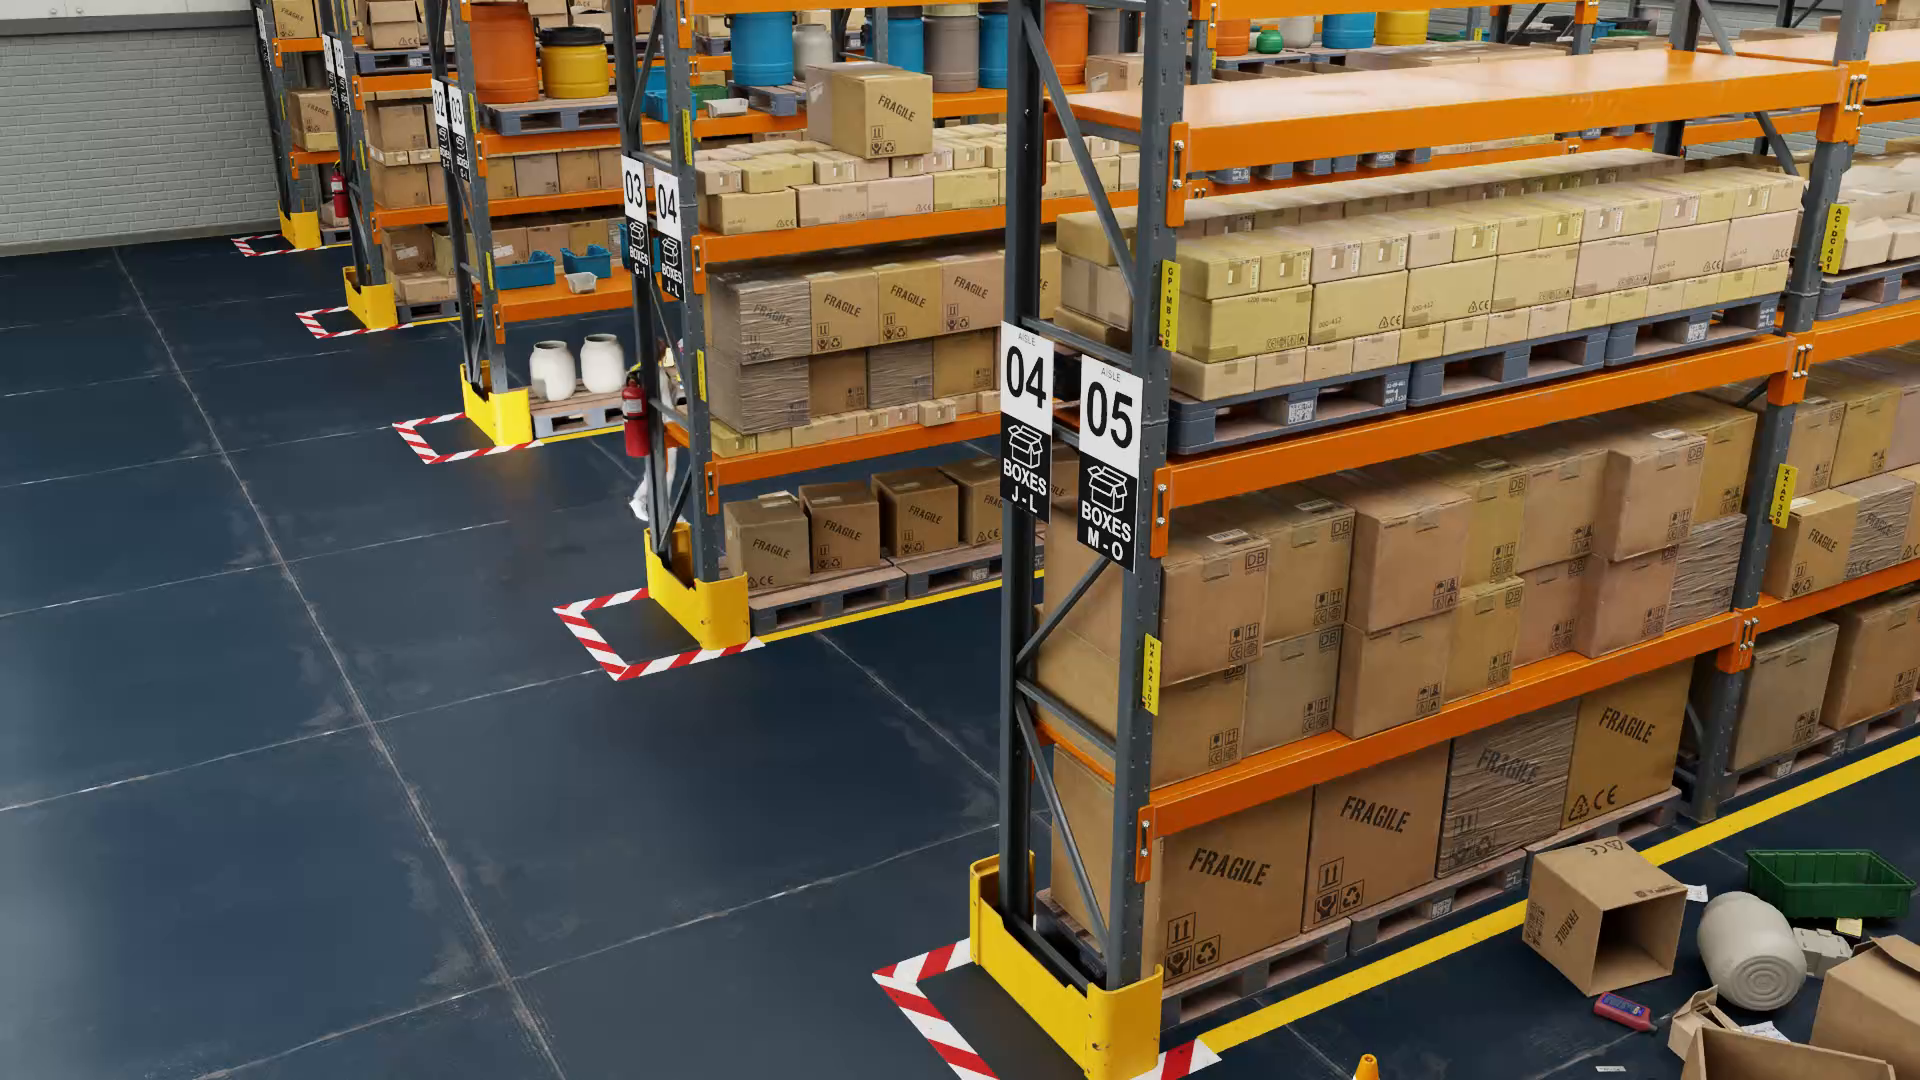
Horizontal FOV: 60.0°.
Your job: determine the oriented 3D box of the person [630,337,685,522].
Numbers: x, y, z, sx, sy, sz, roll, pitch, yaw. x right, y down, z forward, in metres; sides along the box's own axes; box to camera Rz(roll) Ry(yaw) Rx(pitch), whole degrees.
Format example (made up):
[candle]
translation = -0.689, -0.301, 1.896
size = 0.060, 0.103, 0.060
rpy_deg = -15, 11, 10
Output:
[person]
translation = -2.397, -0.842, 13.124
size = 0.432, 1.591, 0.414
rpy_deg = -17, 28, -36
